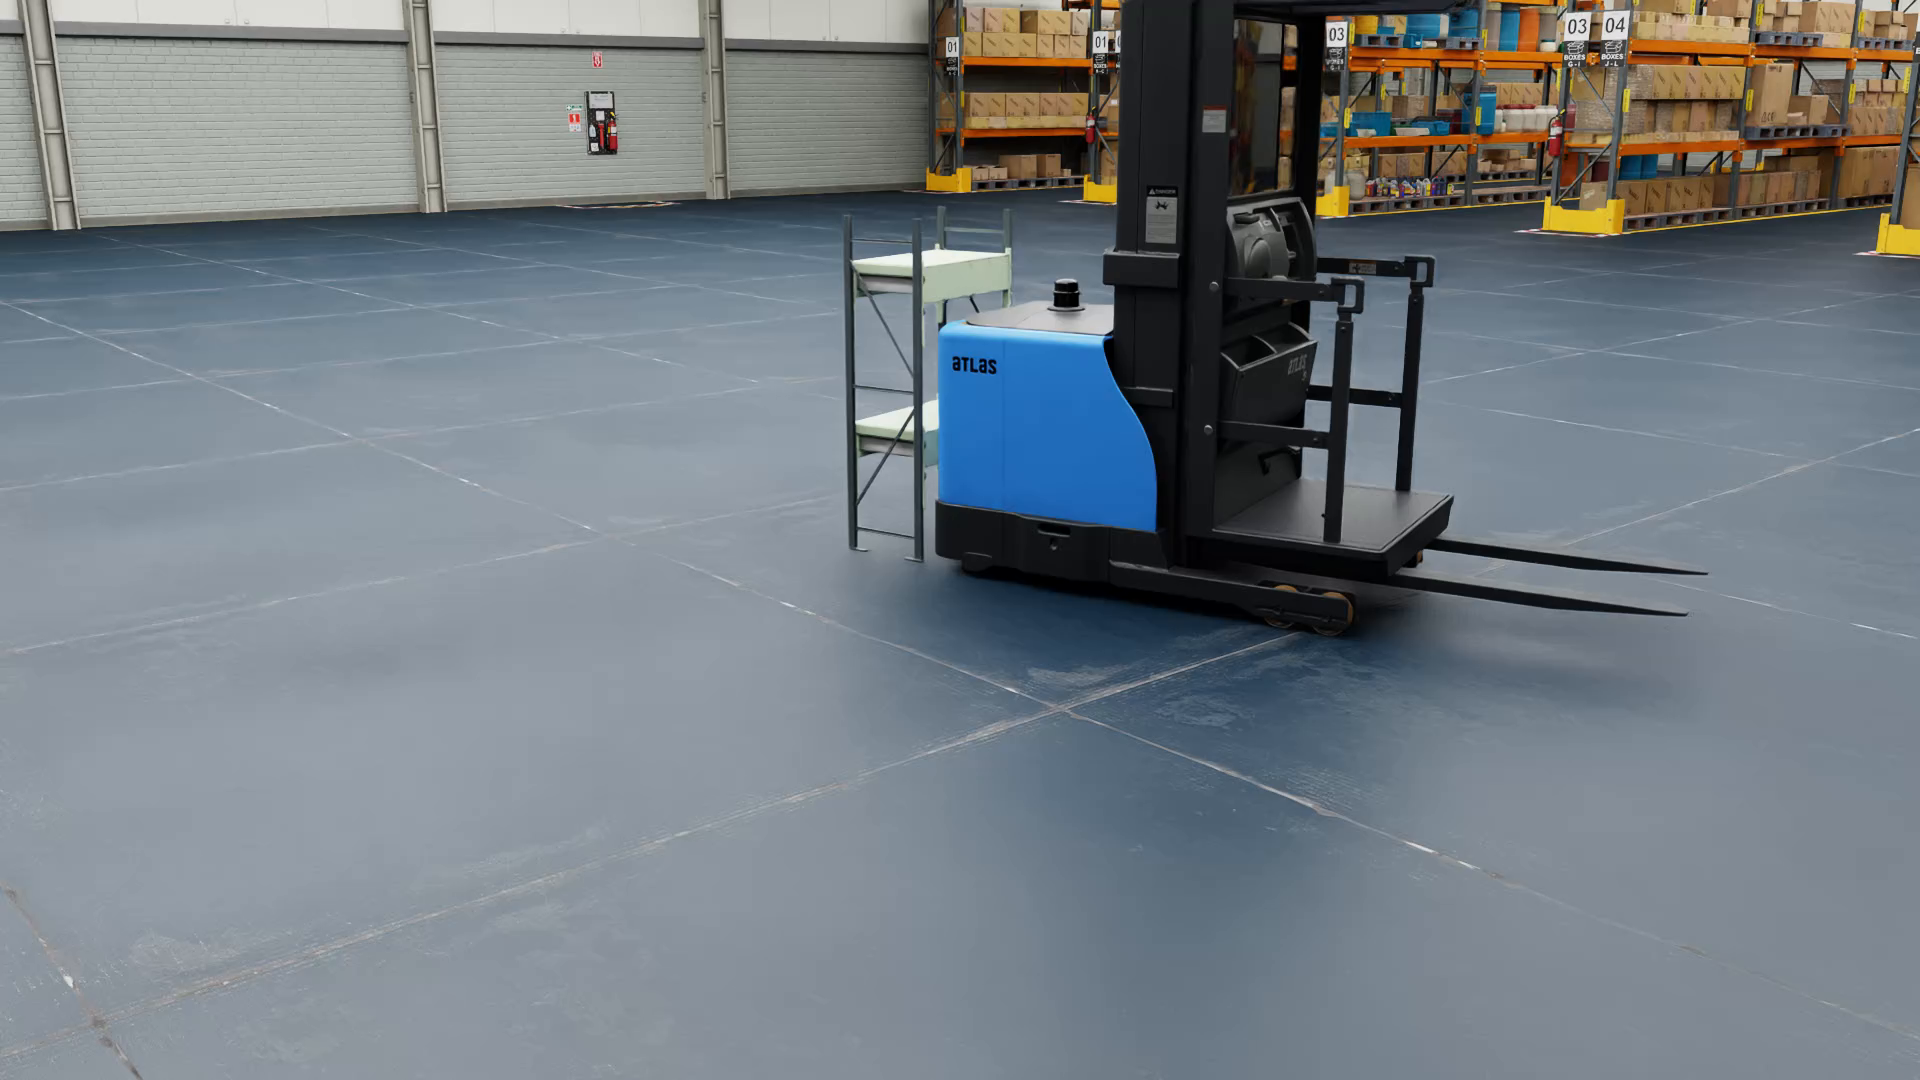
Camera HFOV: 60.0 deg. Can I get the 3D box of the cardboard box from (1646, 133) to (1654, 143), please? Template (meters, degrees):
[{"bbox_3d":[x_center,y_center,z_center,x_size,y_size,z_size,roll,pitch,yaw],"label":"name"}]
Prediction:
[{"bbox_3d":[10.395,-6.163,25.497,0.250,0.149,0.380,-13,19,-39],"label":"cardboard box"}]

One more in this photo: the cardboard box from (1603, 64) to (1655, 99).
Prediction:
[{"bbox_3d":[10.042,-6.873,24.962,0.500,0.500,0.500,-13,19,-39],"label":"cardboard box"}]

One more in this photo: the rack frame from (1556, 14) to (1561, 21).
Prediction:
[{"bbox_3d":[15.018,-13.696,41.587,0.127,3.000,1.000,-13,19,-39],"label":"rack frame"}]

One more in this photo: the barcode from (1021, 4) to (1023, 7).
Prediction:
[{"bbox_3d":[1.380,-11.944,37.159,0.075,0.075,0.001,-13,19,-39],"label":"barcode"}]

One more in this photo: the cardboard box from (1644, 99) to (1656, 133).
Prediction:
[{"bbox_3d":[10.180,-6.546,25.674,0.500,0.500,0.875,-13,19,-39],"label":"cardboard box"}]

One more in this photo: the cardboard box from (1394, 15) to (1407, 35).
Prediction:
[{"bbox_3d":[9.701,-11.582,37.354,0.500,0.500,0.500,-13,19,-39],"label":"cardboard box"}]

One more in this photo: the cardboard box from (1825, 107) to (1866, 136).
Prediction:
[{"bbox_3d":[16.029,-7.591,30.162,0.500,0.500,0.500,-12,19,-38],"label":"cardboard box"}]

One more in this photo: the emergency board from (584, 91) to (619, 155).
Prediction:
[{"bbox_3d":[-6.762,-7.910,31.552,0.643,1.169,0.194,-13,19,-39],"label":"emergency board"}]

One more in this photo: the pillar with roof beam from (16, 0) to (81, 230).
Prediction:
[{"bbox_3d":[-11.099,-8.349,21.569,0.400,9.000,9.100,-13,19,-39],"label":"pillar with roof beam"}]

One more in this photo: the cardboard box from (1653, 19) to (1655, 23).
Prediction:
[{"bbox_3d":[10.177,-7.821,24.923,0.250,0.149,0.380,-13,20,-40],"label":"cardboard box"}]

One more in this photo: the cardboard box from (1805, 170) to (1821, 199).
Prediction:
[{"bbox_3d":[14.991,-6.401,29.892,0.500,0.500,0.700,-14,20,-42],"label":"cardboard box"}]

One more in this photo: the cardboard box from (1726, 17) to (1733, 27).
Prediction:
[{"bbox_3d":[12.017,-8.207,26.368,0.250,0.149,0.380,-14,20,-42],"label":"cardboard box"}]

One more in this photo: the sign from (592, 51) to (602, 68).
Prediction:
[{"bbox_3d":[-6.833,-9.048,31.320,0.199,0.298,0.001,-13,19,-39],"label":"sign"}]

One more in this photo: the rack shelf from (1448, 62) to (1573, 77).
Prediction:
[{"bbox_3d":[13.510,-11.561,40.799,4.000,0.370,1.077,-13,19,-39],"label":"rack shelf"}]

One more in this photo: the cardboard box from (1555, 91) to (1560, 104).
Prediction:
[{"bbox_3d":[14.863,-11.200,41.737,0.500,0.500,0.500,-13,20,-40],"label":"cardboard box"}]

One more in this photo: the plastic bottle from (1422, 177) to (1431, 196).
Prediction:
[{"bbox_3d":[8.530,-6.480,30.479,0.185,0.351,0.144,-13,20,-40],"label":"plastic bottle"}]

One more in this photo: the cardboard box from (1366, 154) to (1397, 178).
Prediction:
[{"bbox_3d":[9.514,-8.469,37.634,0.500,0.500,0.500,-12,19,-37],"label":"cardboard box"}]

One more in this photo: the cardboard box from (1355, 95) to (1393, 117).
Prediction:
[{"bbox_3d":[9.385,-9.822,37.702,0.700,0.500,0.500,8,17,28],"label":"cardboard box"}]

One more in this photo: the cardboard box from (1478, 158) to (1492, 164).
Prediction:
[{"bbox_3d":[12.810,-9.312,41.159,0.500,0.311,0.500,-13,19,-39],"label":"cardboard box"}]

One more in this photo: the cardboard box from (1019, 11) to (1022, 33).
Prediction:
[{"bbox_3d":[1.023,-11.423,36.719,0.500,0.500,0.500,-13,20,-39],"label":"cardboard box"}]

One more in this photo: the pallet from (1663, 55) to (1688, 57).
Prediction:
[{"bbox_3d":[14.722,-10.361,35.281,1.003,0.211,1.213,-13,19,-39],"label":"pallet"}]

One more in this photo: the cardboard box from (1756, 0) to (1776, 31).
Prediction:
[{"bbox_3d":[12.886,-8.598,27.300,0.637,0.503,0.797,-14,20,-42],"label":"cardboard box"}]

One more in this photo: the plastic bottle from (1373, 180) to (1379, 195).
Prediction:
[{"bbox_3d":[7.608,-6.476,30.609,0.135,0.276,0.152,-13,20,-41],"label":"plastic bottle"}]

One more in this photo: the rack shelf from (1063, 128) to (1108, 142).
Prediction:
[{"bbox_3d":[4.220,-9.720,39.720,4.000,0.370,1.077,-13,19,-39],"label":"rack shelf"}]

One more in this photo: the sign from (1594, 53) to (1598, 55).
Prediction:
[{"bbox_3d":[12.599,-9.770,32.905,0.005,0.325,0.100,-13,19,-39],"label":"sign"}]

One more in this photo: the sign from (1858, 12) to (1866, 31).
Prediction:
[{"bbox_3d":[15.838,-9.106,29.215,0.005,0.325,0.100,-13,19,-39],"label":"sign"}]

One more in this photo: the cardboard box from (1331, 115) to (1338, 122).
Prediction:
[{"bbox_3d":[8.182,-9.286,36.873,0.500,0.311,0.500,-13,20,-40],"label":"cardboard box"}]

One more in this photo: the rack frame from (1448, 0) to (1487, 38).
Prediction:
[{"bbox_3d":[9.215,-10.698,30.364,0.127,3.000,1.000,-13,19,-39],"label":"rack frame"}]

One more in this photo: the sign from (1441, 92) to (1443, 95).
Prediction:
[{"bbox_3d":[11.639,-10.643,40.104,0.005,0.325,0.100,-13,19,-39],"label":"sign"}]

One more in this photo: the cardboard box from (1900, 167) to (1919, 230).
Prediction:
[{"bbox_3d":[13.096,-4.479,22.011,0.875,0.875,0.875,-13,19,-39],"label":"cardboard box"}]

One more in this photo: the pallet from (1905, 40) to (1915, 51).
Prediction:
[{"bbox_3d":[17.842,-9.383,31.622,1.217,0.209,0.805,-14,20,-42],"label":"pallet"}]

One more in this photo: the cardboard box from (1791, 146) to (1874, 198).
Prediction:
[{"bbox_3d":[16.018,-6.803,30.708,0.875,0.875,1.225,-14,20,-42],"label":"cardboard box"}]

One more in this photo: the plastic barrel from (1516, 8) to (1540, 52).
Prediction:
[{"bbox_3d":[10.977,-9.927,32.455,0.708,0.830,0.600,-13,19,-39],"label":"plastic barrel"}]

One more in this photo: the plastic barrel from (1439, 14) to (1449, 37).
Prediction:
[{"bbox_3d":[8.761,-9.471,30.553,0.421,0.512,0.421,0,15,0],"label":"plastic barrel"}]

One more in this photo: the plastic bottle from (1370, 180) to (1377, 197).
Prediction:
[{"bbox_3d":[7.573,-6.436,30.442,0.133,0.283,0.061,-13,19,-39],"label":"plastic bottle"}]

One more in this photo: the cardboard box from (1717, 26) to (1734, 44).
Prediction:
[{"bbox_3d":[11.893,-7.998,26.358,0.500,0.250,0.500,-12,19,-38],"label":"cardboard box"}]

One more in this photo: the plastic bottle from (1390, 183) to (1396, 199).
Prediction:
[{"bbox_3d":[7.769,-6.263,29.820,0.097,0.271,0.097,0,15,0],"label":"plastic bottle"}]

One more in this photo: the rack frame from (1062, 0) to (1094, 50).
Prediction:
[{"bbox_3d":[2.711,-12.627,37.585,0.127,3.000,1.000,-13,19,-39],"label":"rack frame"}]

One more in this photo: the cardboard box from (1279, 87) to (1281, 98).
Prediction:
[{"bbox_3d":[7.785,-11.348,42.159,0.500,0.250,0.500,-12,19,-38],"label":"cardboard box"}]

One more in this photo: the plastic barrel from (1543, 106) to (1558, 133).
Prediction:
[{"bbox_3d":[11.596,-8.316,32.853,0.421,0.512,0.421,0,15,0],"label":"plastic barrel"}]

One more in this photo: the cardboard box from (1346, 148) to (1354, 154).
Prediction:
[{"bbox_3d":[10.148,-10.357,44.741,0.500,0.500,0.700,-12,19,-38],"label":"cardboard box"}]

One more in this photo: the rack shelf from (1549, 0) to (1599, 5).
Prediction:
[{"bbox_3d":[10.723,-10.496,31.777,4.000,0.370,1.077,-13,19,-39],"label":"rack shelf"}]

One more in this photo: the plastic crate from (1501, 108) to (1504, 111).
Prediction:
[{"bbox_3d":[10.812,-8.294,32.865,0.583,0.464,0.402,-13,19,-39],"label":"plastic crate"}]

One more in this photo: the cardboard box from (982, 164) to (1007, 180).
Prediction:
[{"bbox_3d":[0.705,-8.161,36.847,0.500,0.311,0.500,-11,18,-35],"label":"cardboard box"}]

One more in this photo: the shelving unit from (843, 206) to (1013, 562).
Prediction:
[{"bbox_3d":[-0.134,-0.734,7.593,0.431,1.500,0.755,10,18,32],"label":"shelving unit"}]

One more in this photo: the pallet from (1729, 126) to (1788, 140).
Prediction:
[{"bbox_3d":[13.138,-6.844,27.932,1.213,0.211,1.003,-13,19,-39],"label":"pallet"}]

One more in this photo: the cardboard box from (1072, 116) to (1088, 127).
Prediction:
[{"bbox_3d":[2.553,-9.527,37.854,0.500,0.250,0.500,-13,19,-39],"label":"cardboard box"}]

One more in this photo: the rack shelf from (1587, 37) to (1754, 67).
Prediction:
[{"bbox_3d":[10.957,-7.599,25.966,4.000,0.370,1.077,-13,19,-39],"label":"rack shelf"}]

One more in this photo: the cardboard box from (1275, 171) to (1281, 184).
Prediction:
[{"bbox_3d":[6.433,-7.659,35.127,0.500,0.250,0.500,-13,20,-41],"label":"cardboard box"}]

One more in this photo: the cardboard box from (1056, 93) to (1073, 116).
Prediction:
[{"bbox_3d":[2.185,-9.802,37.433,0.500,0.500,0.500,-13,20,-40],"label":"cardboard box"}]

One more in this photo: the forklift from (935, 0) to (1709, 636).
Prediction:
[{"bbox_3d":[1.429,-1.205,6.581,3.031,2.935,1.130,8,17,29],"label":"forklift"}]

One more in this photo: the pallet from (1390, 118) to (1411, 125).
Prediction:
[{"bbox_3d":[9.449,-9.478,37.794,1.003,0.211,1.213,-13,19,-39],"label":"pallet"}]

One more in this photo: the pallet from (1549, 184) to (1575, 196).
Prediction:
[{"bbox_3d":[12.800,-7.272,34.566,1.213,0.211,1.003,-13,19,-39],"label":"pallet"}]
